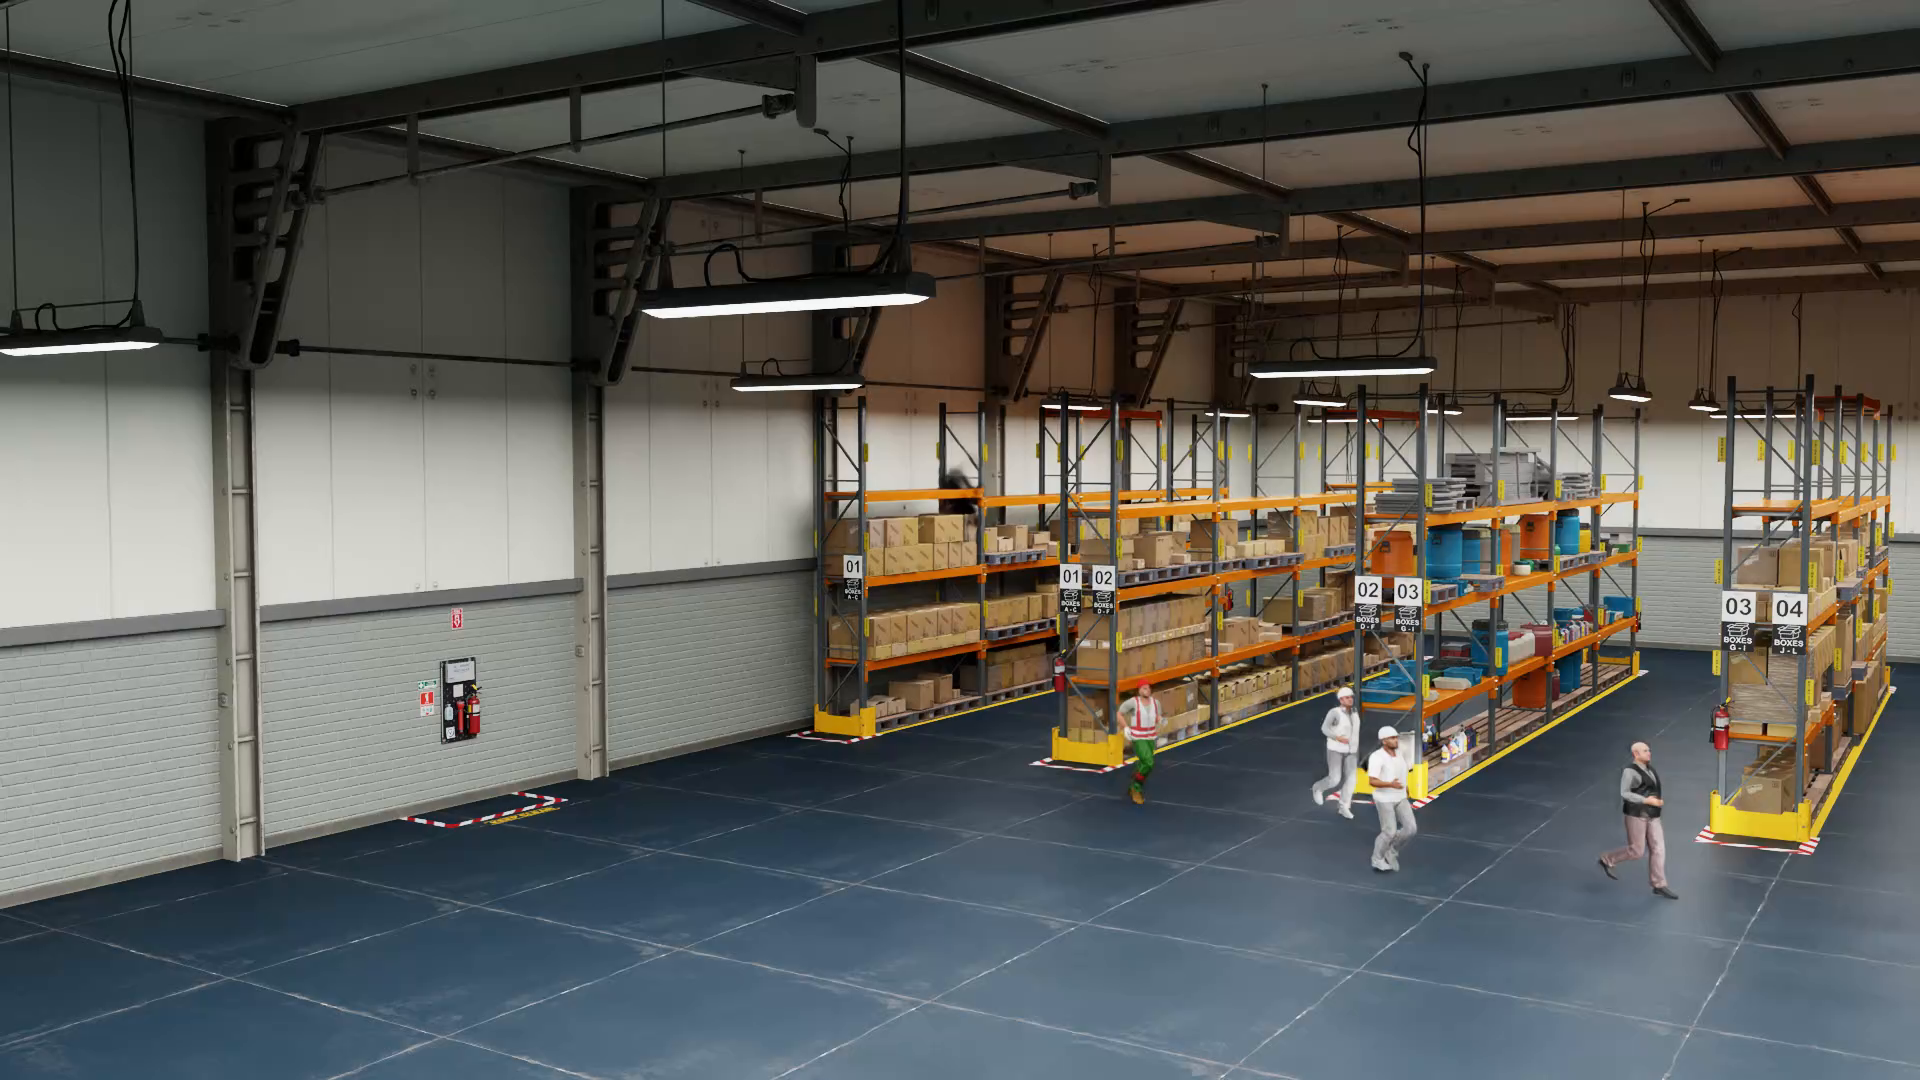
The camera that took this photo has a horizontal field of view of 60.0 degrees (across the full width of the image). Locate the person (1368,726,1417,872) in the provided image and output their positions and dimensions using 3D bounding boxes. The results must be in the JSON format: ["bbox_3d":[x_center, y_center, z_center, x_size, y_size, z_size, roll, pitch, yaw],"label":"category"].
[{"bbox_3d":[5.158,3.089,19.744,0.680,1.750,0.626,-2,4,-33],"label":"person"}]

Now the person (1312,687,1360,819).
[{"bbox_3d":[5.300,2.924,23.104,0.674,1.769,0.815,-1,3,-21],"label":"person"}]

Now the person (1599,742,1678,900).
[{"bbox_3d":[7.712,3.147,18.852,0.661,1.717,0.936,-2,4,-34],"label":"person"}]

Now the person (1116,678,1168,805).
[{"bbox_3d":[2.649,2.876,23.751,0.620,1.806,0.709,-2,4,-32],"label":"person"}]
